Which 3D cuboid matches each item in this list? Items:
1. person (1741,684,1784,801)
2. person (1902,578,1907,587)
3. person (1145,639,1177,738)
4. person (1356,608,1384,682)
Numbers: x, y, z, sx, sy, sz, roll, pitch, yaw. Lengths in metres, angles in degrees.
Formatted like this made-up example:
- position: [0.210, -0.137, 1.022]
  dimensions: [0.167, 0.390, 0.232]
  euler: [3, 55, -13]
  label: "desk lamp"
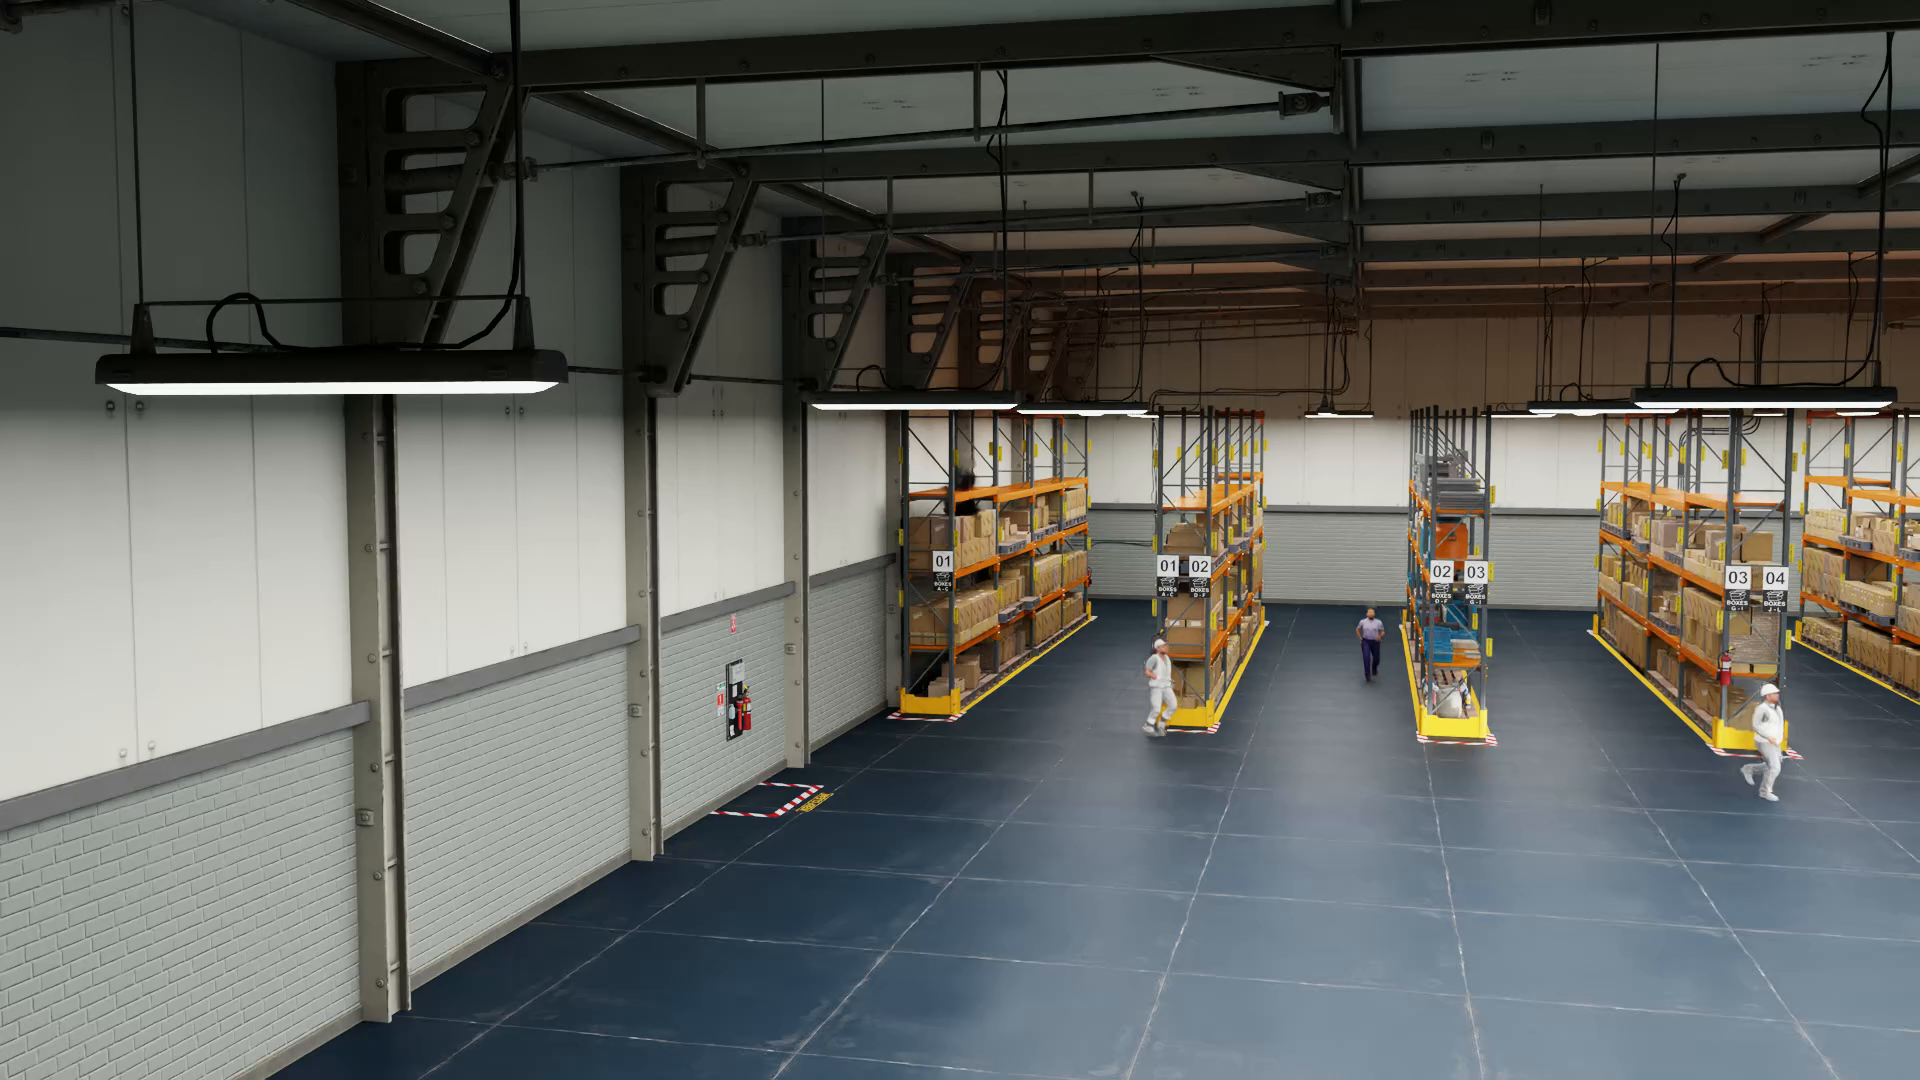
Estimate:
- position: [12.205, 3.047, 25.291]
  dimensions: [0.668, 1.756, 0.651]
  euler: [-3, 5, -39]
  label: "person"
- position: [23.890, 1.830, 42.209]
  dimensions: [0.674, 1.711, 0.960]
  euler: [0, 4, 2]
  label: "person"
- position: [3.654, 2.681, 30.014]
  dimensions: [0.671, 1.766, 0.566]
  euler: [-3, 5, -35]
  label: "person"
- position: [9.041, 2.297, 36.667]
  dimensions: [0.613, 1.590, 0.688]
  euler: [1, 4, 11]
  label: "person"
